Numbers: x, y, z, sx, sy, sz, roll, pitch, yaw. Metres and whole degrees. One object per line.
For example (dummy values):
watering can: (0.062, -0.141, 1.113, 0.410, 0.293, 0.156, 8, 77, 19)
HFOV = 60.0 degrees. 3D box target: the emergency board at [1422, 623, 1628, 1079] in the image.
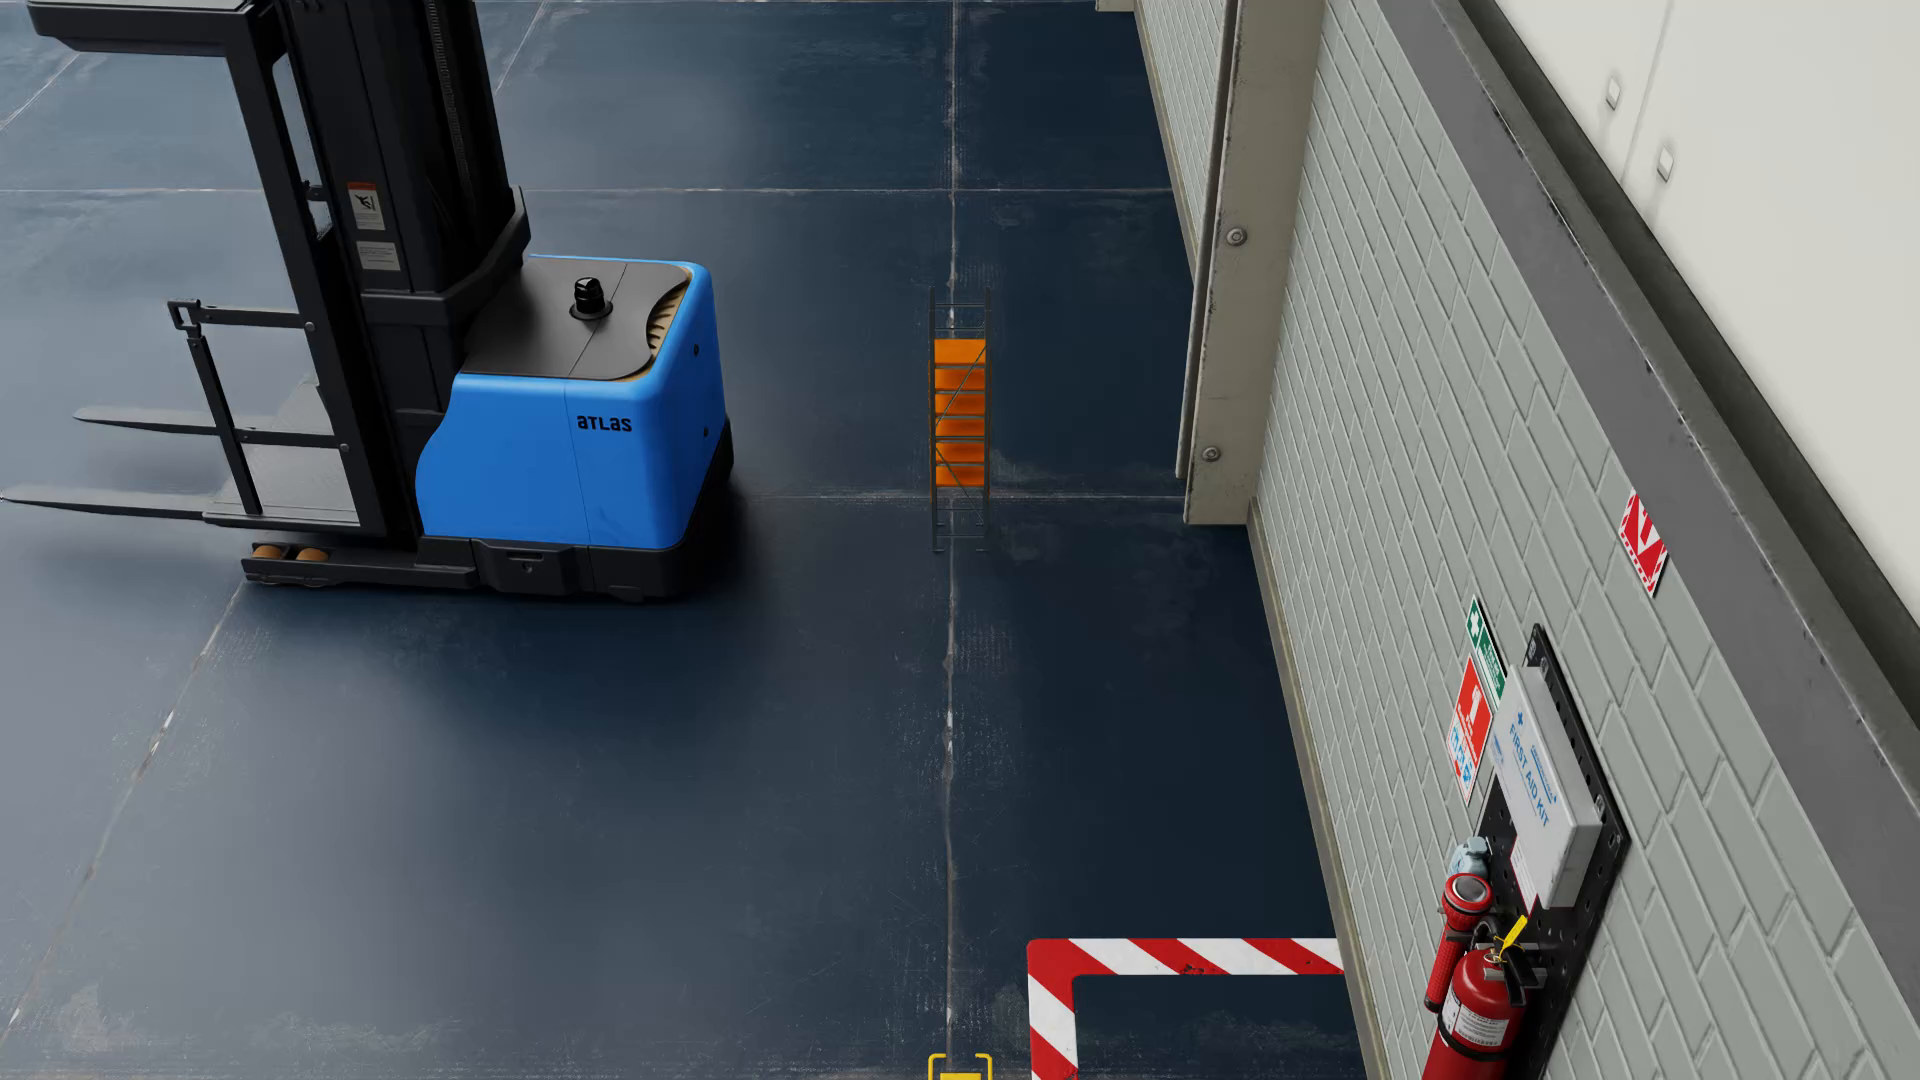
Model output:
emergency board: (1.188, 0.842, 3.801, 0.194, 1.169, 0.643, 0, 39, 0)

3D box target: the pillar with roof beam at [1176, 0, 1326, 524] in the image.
pillar with roof beam: (-3.160, -3.703, 4.675, 9.100, 9.000, 0.400, 0, 39, 0)

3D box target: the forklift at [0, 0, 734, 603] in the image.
forklift: (-2.579, -1.268, 6.488, 3.031, 2.935, 1.130, 4, 39, 4)

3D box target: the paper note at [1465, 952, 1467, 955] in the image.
paper note: (1.257, 1.075, 4.215, 0.016, 0.148, 0.142, 0, 39, 0)

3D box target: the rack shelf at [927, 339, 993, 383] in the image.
rack shelf: (0.000, -0.724, 6.689, 0.258, 0.103, 0.180, 0, 39, 0)

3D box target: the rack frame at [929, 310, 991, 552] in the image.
rack frame: (0.000, -0.420, 6.815, 0.240, 1.200, 0.006, 0, 39, 0)

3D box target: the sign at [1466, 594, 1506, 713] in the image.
sign: (1.281, 0.278, 4.052, 0.001, 0.109, 0.331, 0, 39, 0)

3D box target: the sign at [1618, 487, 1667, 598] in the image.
sign: (1.287, -0.068, 3.082, 0.001, 0.298, 0.199, 0, 39, 0)

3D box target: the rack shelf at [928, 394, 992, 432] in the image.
rack shelf: (0.000, -0.536, 6.839, 0.258, 0.103, 0.180, 0, 39, 0)

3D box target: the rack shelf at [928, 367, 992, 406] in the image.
rack shelf: (0.000, -0.630, 6.764, 0.258, 0.103, 0.180, 0, 39, 0)

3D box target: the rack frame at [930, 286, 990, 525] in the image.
rack frame: (0.000, -0.534, 6.957, 0.240, 1.200, 0.006, 0, 39, 0)

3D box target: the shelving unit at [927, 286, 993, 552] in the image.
shelving unit: (0.000, -0.477, 6.886, 0.258, 1.200, 0.189, 0, 39, 0)

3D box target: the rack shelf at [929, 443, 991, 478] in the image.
rack shelf: (0.000, -0.349, 6.989, 0.258, 0.103, 0.180, 0, 39, 0)

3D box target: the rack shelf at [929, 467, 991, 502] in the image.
rack shelf: (0.000, -0.255, 7.064, 0.258, 0.103, 0.180, 0, 39, 0)

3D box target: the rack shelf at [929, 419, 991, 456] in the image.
rack shelf: (0.000, -0.443, 6.914, 0.258, 0.103, 0.180, 0, 39, 0)

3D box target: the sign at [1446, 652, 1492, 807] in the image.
sign: (1.290, 0.482, 4.221, 0.001, 0.329, 0.234, 0, 39, 0)

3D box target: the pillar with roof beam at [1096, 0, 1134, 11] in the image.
pillar with roof beam: (-3.166, -7.455, 9.357, 9.100, 9.000, 0.400, 0, 39, 0)
